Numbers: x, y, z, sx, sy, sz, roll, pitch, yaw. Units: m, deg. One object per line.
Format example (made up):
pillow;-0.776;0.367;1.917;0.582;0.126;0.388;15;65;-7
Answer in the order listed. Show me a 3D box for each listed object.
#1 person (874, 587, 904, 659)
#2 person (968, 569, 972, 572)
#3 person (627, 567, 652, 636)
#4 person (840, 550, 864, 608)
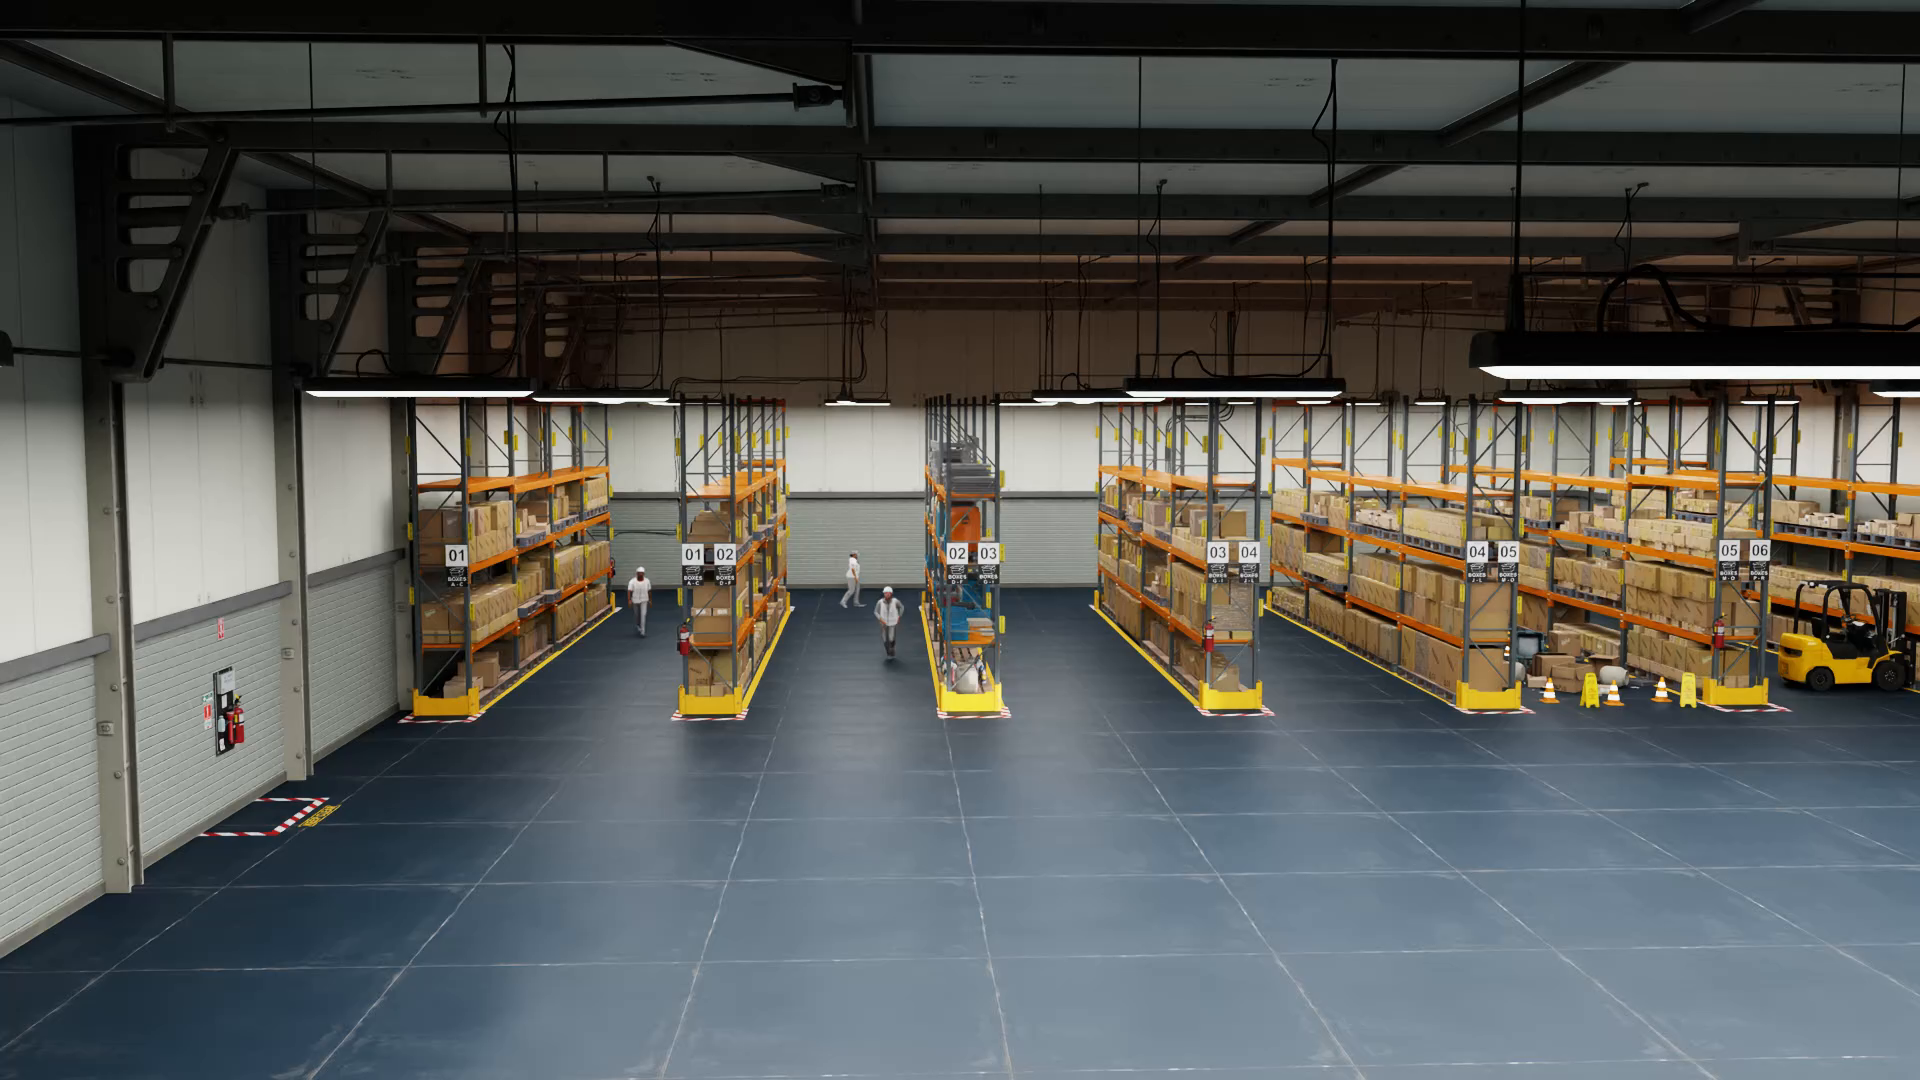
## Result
person;-1.610;1.889;37.893;0.661;1.686;0.730;1;5;8
person;0.140;1.034;49.334;0.407;1.536;0.979;-4;6;-40
person;-8.098;1.544;42.006;0.578;1.714;1.093;0;5;-6
person;-3.115;1.112;47.819;0.684;1.655;0.569;0;5;-1
